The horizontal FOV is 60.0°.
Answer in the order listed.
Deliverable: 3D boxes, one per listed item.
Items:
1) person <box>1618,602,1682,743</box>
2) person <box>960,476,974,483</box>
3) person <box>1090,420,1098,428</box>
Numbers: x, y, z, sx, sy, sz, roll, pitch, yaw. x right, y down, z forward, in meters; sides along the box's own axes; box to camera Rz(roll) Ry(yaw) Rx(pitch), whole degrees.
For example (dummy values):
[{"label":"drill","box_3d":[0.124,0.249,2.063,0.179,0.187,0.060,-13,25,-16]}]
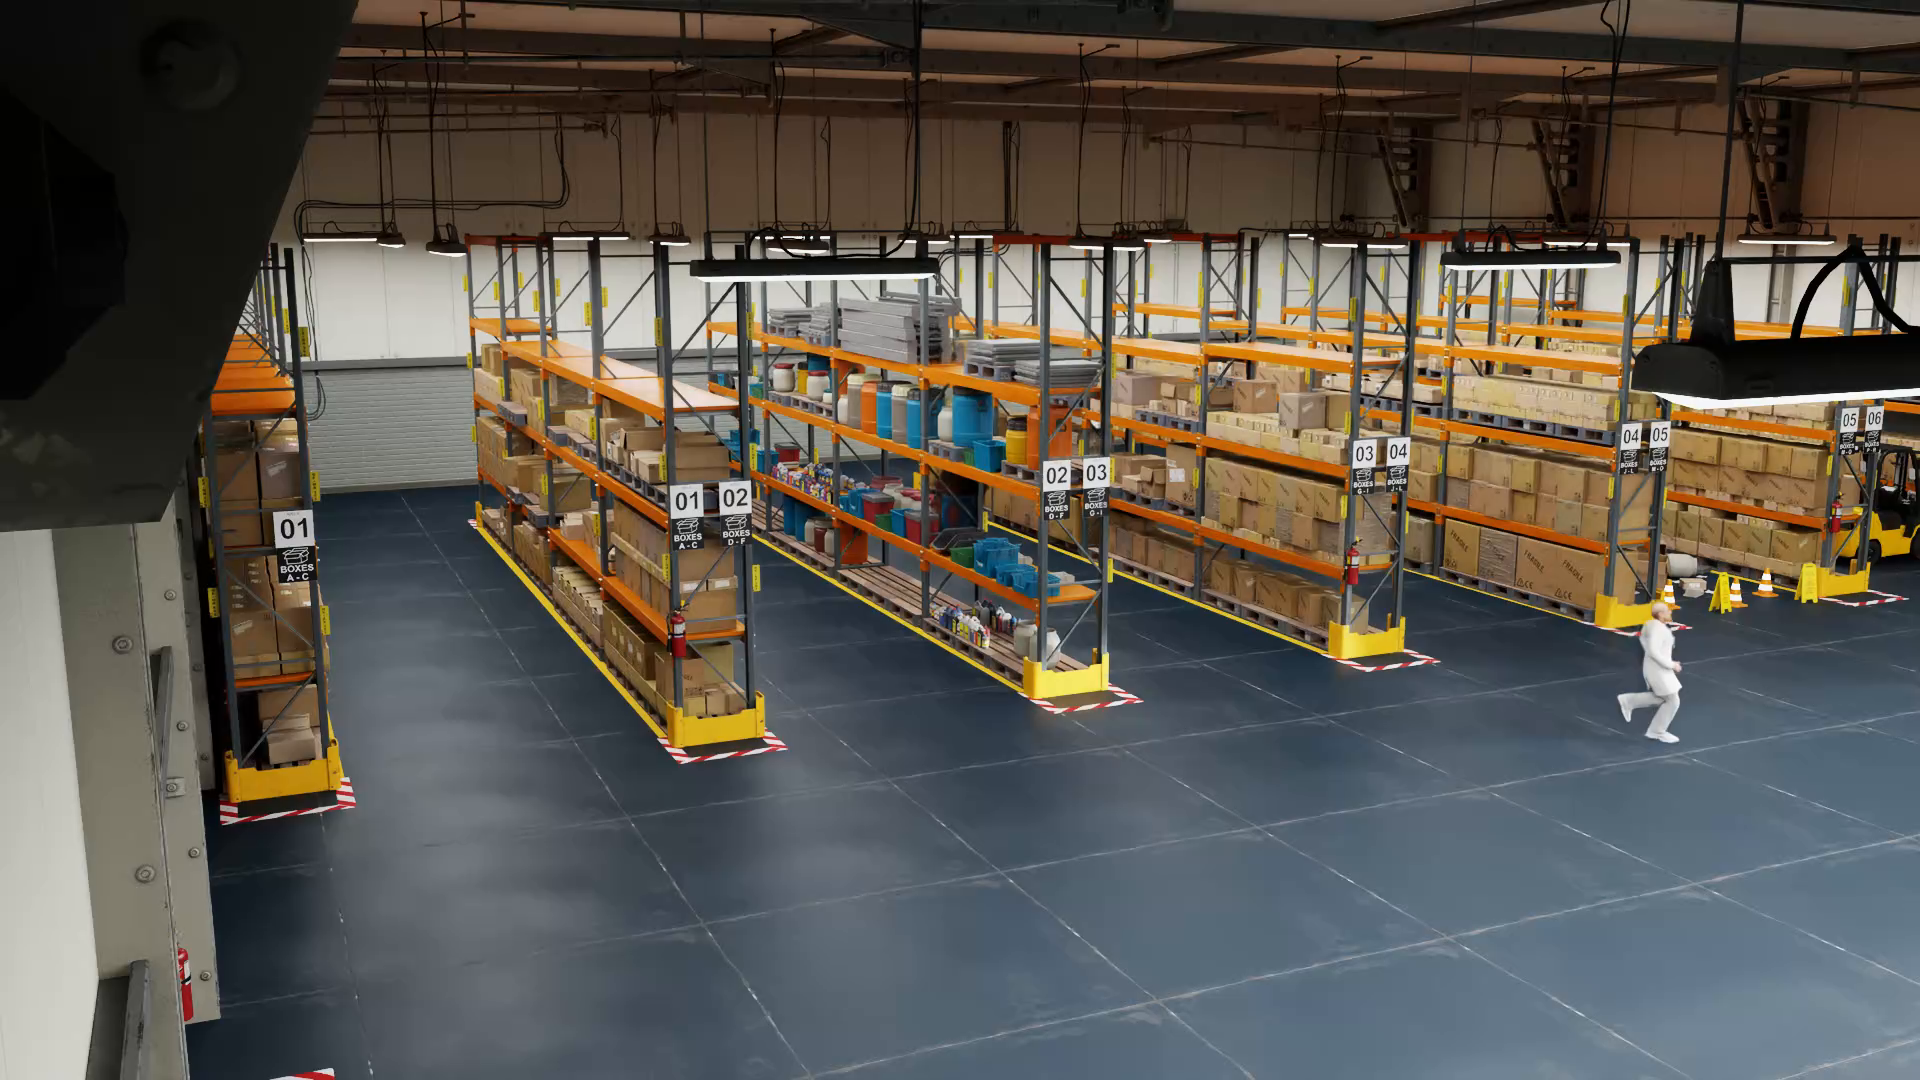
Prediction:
[{"label":"person","box_3d":[8.474,1.608,20.353,0.713,1.733,0.742,2,11,10]},{"label":"person","box_3d":[0.087,-0.562,31.654,0.574,1.627,0.646,-6,12,-27]},{"label":"person","box_3d":[3.305,-2.459,41.617,0.776,1.683,0.656,-3,11,-14]}]
